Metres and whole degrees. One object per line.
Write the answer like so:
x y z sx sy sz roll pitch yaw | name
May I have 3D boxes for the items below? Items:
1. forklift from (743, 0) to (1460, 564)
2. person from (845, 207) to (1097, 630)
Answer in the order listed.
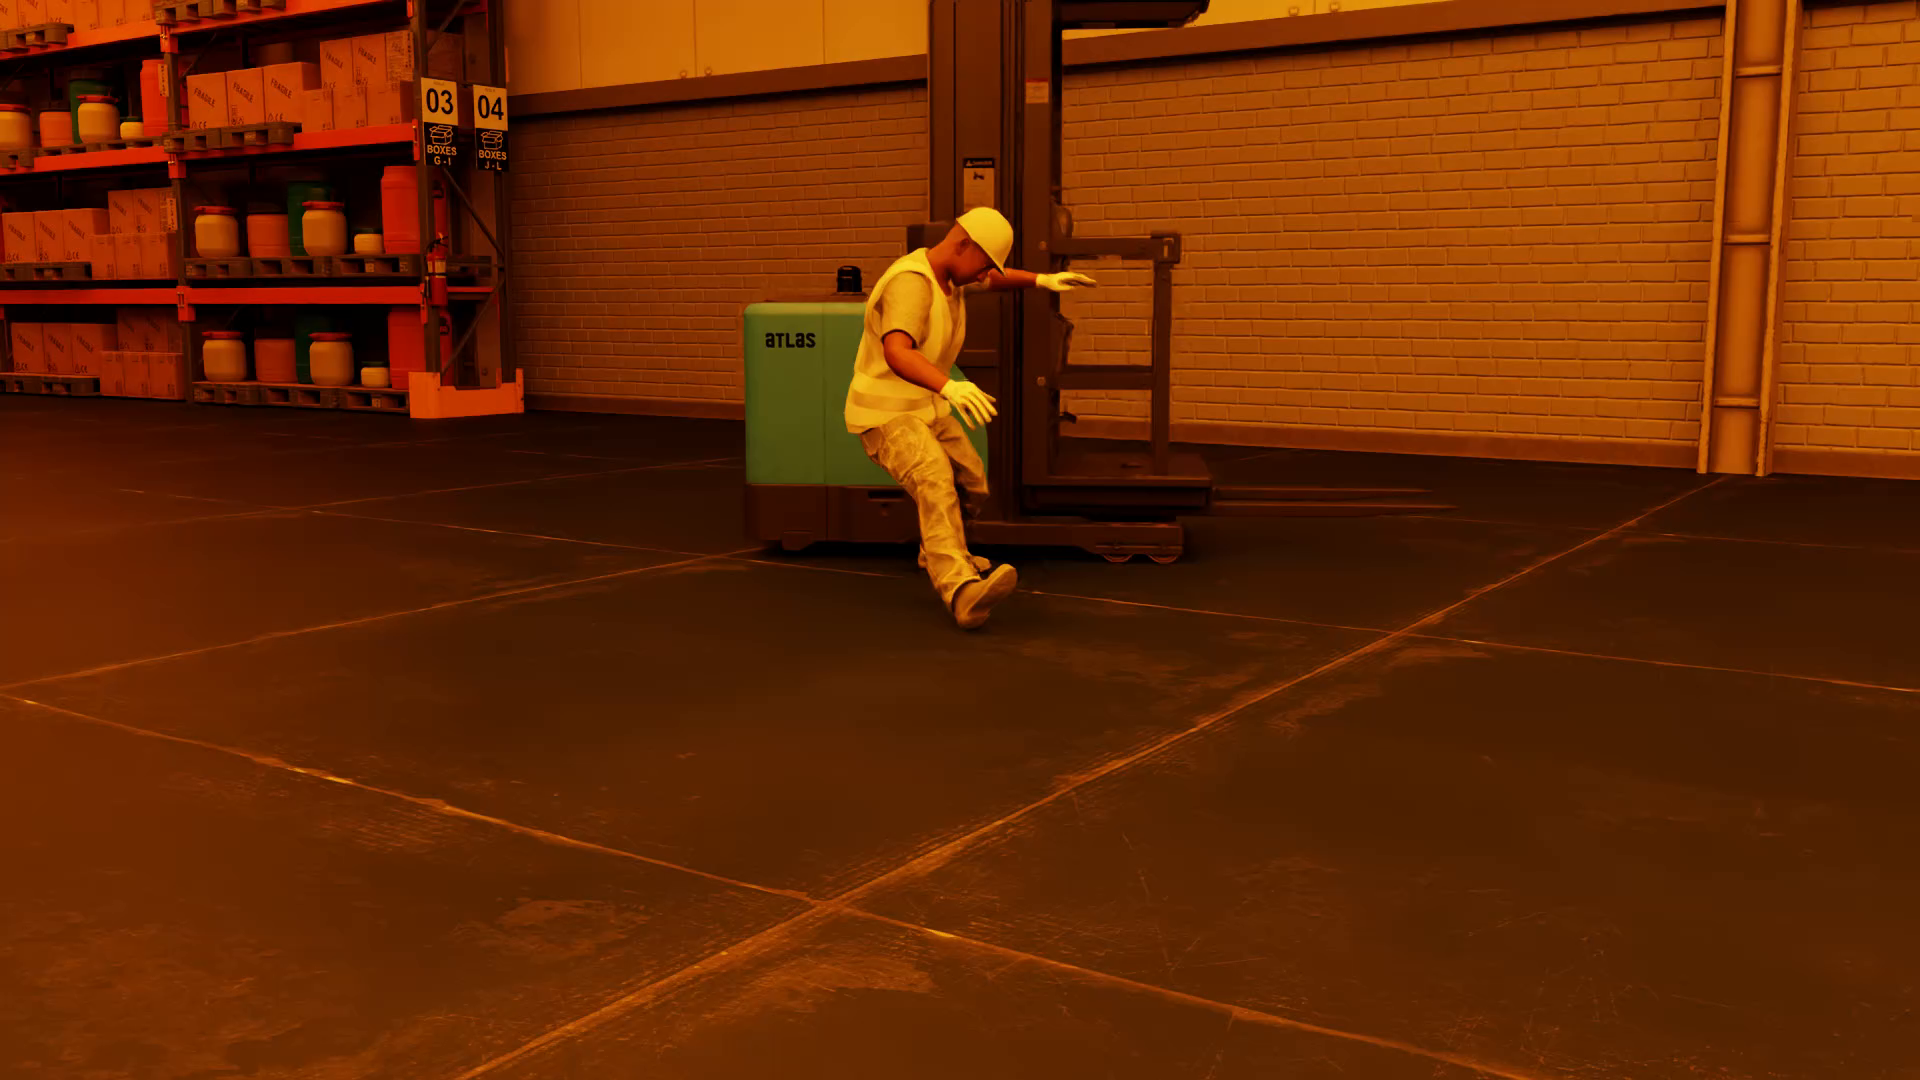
0.619 -1.431 7.258 3.031 2.935 1.130 1 8 6 | forklift
0.015 -0.478 6.014 0.974 1.420 1.253 4 9 28 | person
